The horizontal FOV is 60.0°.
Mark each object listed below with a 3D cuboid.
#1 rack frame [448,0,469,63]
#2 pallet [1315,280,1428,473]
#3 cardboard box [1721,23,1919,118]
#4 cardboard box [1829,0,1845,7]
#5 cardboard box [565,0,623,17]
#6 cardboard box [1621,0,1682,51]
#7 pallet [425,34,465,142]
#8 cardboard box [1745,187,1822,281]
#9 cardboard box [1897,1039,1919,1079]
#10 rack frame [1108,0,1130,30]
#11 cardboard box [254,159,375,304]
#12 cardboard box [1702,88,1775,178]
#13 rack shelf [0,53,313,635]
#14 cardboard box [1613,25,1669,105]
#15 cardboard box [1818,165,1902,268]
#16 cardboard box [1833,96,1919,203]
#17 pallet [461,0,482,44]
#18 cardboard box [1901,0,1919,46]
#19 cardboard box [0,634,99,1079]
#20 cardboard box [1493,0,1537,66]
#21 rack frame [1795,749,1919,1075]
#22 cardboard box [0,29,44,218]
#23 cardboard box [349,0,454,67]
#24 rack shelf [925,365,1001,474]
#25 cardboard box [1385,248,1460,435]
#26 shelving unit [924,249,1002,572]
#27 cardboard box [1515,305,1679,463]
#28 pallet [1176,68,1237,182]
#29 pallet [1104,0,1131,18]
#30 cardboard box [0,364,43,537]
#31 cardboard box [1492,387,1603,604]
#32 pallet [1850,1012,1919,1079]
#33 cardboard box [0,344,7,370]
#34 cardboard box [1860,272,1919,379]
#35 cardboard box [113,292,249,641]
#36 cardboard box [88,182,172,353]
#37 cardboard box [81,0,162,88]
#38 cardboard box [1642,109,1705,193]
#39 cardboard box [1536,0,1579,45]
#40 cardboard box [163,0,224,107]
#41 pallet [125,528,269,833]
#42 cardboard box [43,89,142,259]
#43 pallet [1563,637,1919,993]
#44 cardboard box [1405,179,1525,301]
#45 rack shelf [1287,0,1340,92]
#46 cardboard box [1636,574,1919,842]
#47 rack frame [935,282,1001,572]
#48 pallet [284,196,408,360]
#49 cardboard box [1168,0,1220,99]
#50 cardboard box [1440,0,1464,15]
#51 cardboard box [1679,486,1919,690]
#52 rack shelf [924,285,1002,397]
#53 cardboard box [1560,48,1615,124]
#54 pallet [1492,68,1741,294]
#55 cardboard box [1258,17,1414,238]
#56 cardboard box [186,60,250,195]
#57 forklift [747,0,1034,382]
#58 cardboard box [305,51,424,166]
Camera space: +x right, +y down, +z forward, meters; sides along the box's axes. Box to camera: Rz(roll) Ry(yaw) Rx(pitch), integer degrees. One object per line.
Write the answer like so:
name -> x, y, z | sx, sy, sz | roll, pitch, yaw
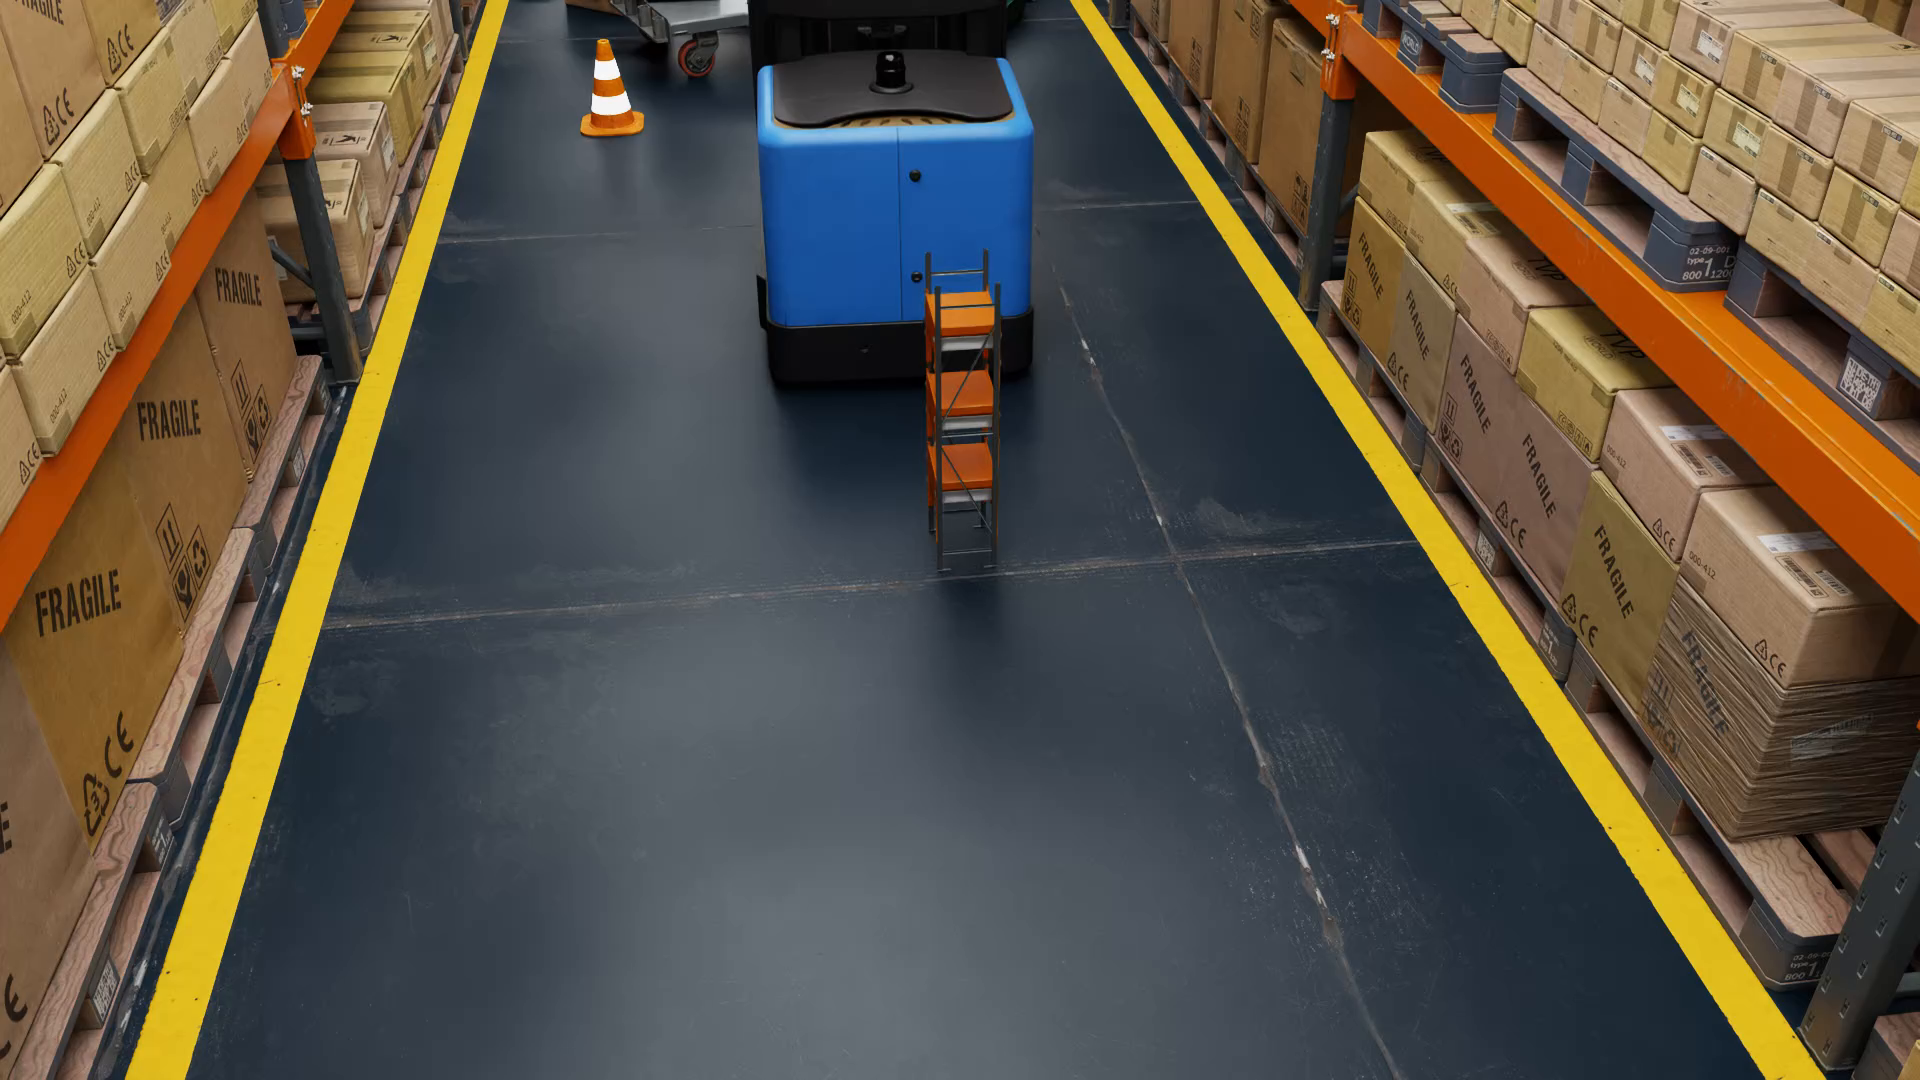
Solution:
rack frame -> -3.449, -4.089, 9.087 | 1.000, 3.000, 0.127 | -4, 35, -6
pallet -> 2.084, -0.700, 6.590 | 1.003, 0.211, 1.213 | -4, 35, -6
cardboard box -> 2.136, -1.159, 4.109 | 0.380, 0.149, 0.250 | -5, 35, -8
cardboard box -> 2.673, -1.644, 4.820 | 0.380, 0.149, 0.250 | -3, 34, -4
cardboard box -> -2.244, -3.758, 10.819 | 0.500, 0.500, 0.500 | 20, 39, 26
cardboard box -> 2.059, -1.459, 4.549 | 0.380, 0.149, 0.250 | -5, 35, -7
pallet -> -3.342, -2.503, 9.235 | 1.003, 0.211, 1.213 | -4, 35, -6
cardboard box -> 2.169, -0.757, 4.047 | 0.380, 0.149, 0.250 | -6, 35, -9
cardboard box -> 2.249, 1.176, 3.520 | 0.380, 0.149, 0.250 | -6, 35, -8
rack frame -> 1.443, -4.521, 9.720 | 1.000, 3.000, 0.127 | -4, 35, -6
cardboard box -> -2.977, -1.261, 6.897 | 0.950, 0.372, 0.625 | -7, 35, -10
cardboard box -> 2.128, -1.039, 4.197 | 0.380, 0.149, 0.250 | -6, 35, -9
rack shelf -> -2.642, -0.444, 4.377 | 1.077, 0.370, 4.000 | -4, 35, -6
cardboard box -> 2.062, -1.327, 4.620 | 0.380, 0.149, 0.250 | -3, 34, -5
cardboard box -> 2.202, -0.742, 3.761 | 0.380, 0.149, 0.250 | -3, 34, -4
cardboard box -> 2.202, -0.875, 3.693 | 0.380, 0.149, 0.250 | -5, 35, -8
pallet -> -3.574, -3.309, 10.418 | 1.003, 0.211, 1.213 | -4, 35, -6
cardboard box -> 2.747, -1.348, 4.386 | 0.380, 0.149, 0.250 | -3, 34, -5
cardboard box -> -2.535, 0.739, 3.515 | 0.875, 0.875, 0.875 | -3, 34, -5
cardboard box -> 1.951, -1.643, 5.347 | 0.380, 0.149, 0.250 | -3, 34, -4
rack frame -> 2.519, -0.056, 3.169 | 1.000, 3.000, 0.127 | -4, 35, -6
cardboard box -> -2.308, -0.909, 3.443 | 0.500, 0.500, 0.500 | -5, 35, -8
cardboard box -> -3.376, -2.885, 9.280 | 0.950, 0.372, 0.625 | -4, 34, -6
rack shelf -> 0.007, -0.395, 5.416 | 0.215, 0.259, 0.240 | -4, 35, -6
cardboard box -> 1.894, -0.735, 6.011 | 0.500, 0.500, 0.500 | -4, 34, -6
shelving unit -> 0.007, -0.404, 5.411 | 0.215, 1.050, 0.252 | -4, 35, -6
cardboard box -> 2.027, -0.485, 4.979 | 0.500, 0.250, 0.500 | -6, 35, -8
pallet -> 1.789, -2.261, 8.881 | 1.003, 0.211, 1.213 | -4, 35, -6
pallet -> 1.418, -3.799, 11.137 | 1.003, 0.211, 1.213 | -4, 35, -6
cardboard box -> -2.241, -0.117, 3.392 | 0.500, 0.250, 0.500 | -5, 35, -8
cardboard box -> 2.036, -0.164, 5.174 | 0.500, 0.500, 0.500 | -5, 35, -7
pallet -> 2.644, 1.468, 3.408 | 1.003, 0.211, 1.213 | -4, 35, -6
cardboard box -> -2.250, -0.325, 3.253 | 0.500, 0.250, 0.500 | -4, 34, -6
cardboard box -> 2.233, -0.478, 3.638 | 0.380, 0.149, 0.250 | -4, 34, -6
cardboard box -> -2.784, -0.263, 4.986 | 0.875, 0.875, 0.875 | -4, 34, -6
cardboard box -> -2.353, -0.684, 4.224 | 0.500, 0.250, 0.500 | -5, 35, -7
cardboard box -> -2.445, -1.480, 4.281 | 0.500, 0.500, 0.500 | -4, 35, -6
cardboard box -> 2.091, -1.060, 4.491 | 0.380, 0.149, 0.250 | -3, 34, -4
cardboard box -> 1.991, -1.617, 5.045 | 0.380, 0.149, 0.250 | -4, 35, -6
cardboard box -> -2.521, -1.465, 4.925 | 0.500, 0.250, 0.500 | -5, 35, -8
pallet -> -2.719, 0.420, 4.946 | 1.003, 0.211, 1.213 | -4, 35, -6
cardboard box -> -2.362, -0.891, 4.083 | 0.500, 0.250, 0.500 | -5, 35, -8
pallet -> 2.413, 0.662, 4.592 | 1.003, 0.211, 1.213 | -4, 35, -6
cardboard box -> 1.902, -1.053, 5.812 | 0.500, 0.250, 0.500 | -5, 35, -7
rack shelf -> 1.712, -3.107, 8.285 | 1.077, 0.370, 4.000 | -4, 35, -6
cardboard box -> 2.170, 0.409, 4.333 | 0.500, 0.500, 0.500 | -5, 35, -7
rack frame -> 0.024, -0.336, 5.311 | 0.200, 1.050, 0.008 | -4, 35, -6
pallet -> -3.014, -1.141, 7.237 | 1.003, 0.211, 1.213 | -4, 35, -6
cardboard box -> 1.741, -2.886, 8.947 | 1.050, 0.750, 0.750 | -4, 35, -6
cardboard box -> 1.877, -1.944, 5.789 | 0.380, 0.149, 0.250 | -3, 34, -4
cardboard box -> 2.168, 0.097, 4.125 | 0.500, 0.250, 0.500 | -5, 35, -8
rack shelf -> 0.007, -0.630, 5.257 | 0.215, 0.259, 0.240 | -4, 35, -6
cardboard box -> 2.021, -1.354, 4.923 | 0.380, 0.149, 0.250 | -4, 34, -6
pallet -> 2.288, -1.108, 4.882 | 1.003, 0.211, 1.213 | -4, 35, -6
cardboard box -> 1.988, -1.879, 7.468 | 1.050, 0.750, 0.750 | -5, 35, -7
cardboard box -> -2.501, -1.249, 5.052 | 0.500, 0.250, 0.500 | -4, 34, -6
forklift -> -0.372, -2.642, 7.024 | 1.130, 2.935, 3.031 | -3, 34, -5
cardboard box -> -3.180, -2.096, 8.122 | 0.950, 0.372, 0.625 | -3, 34, -5
